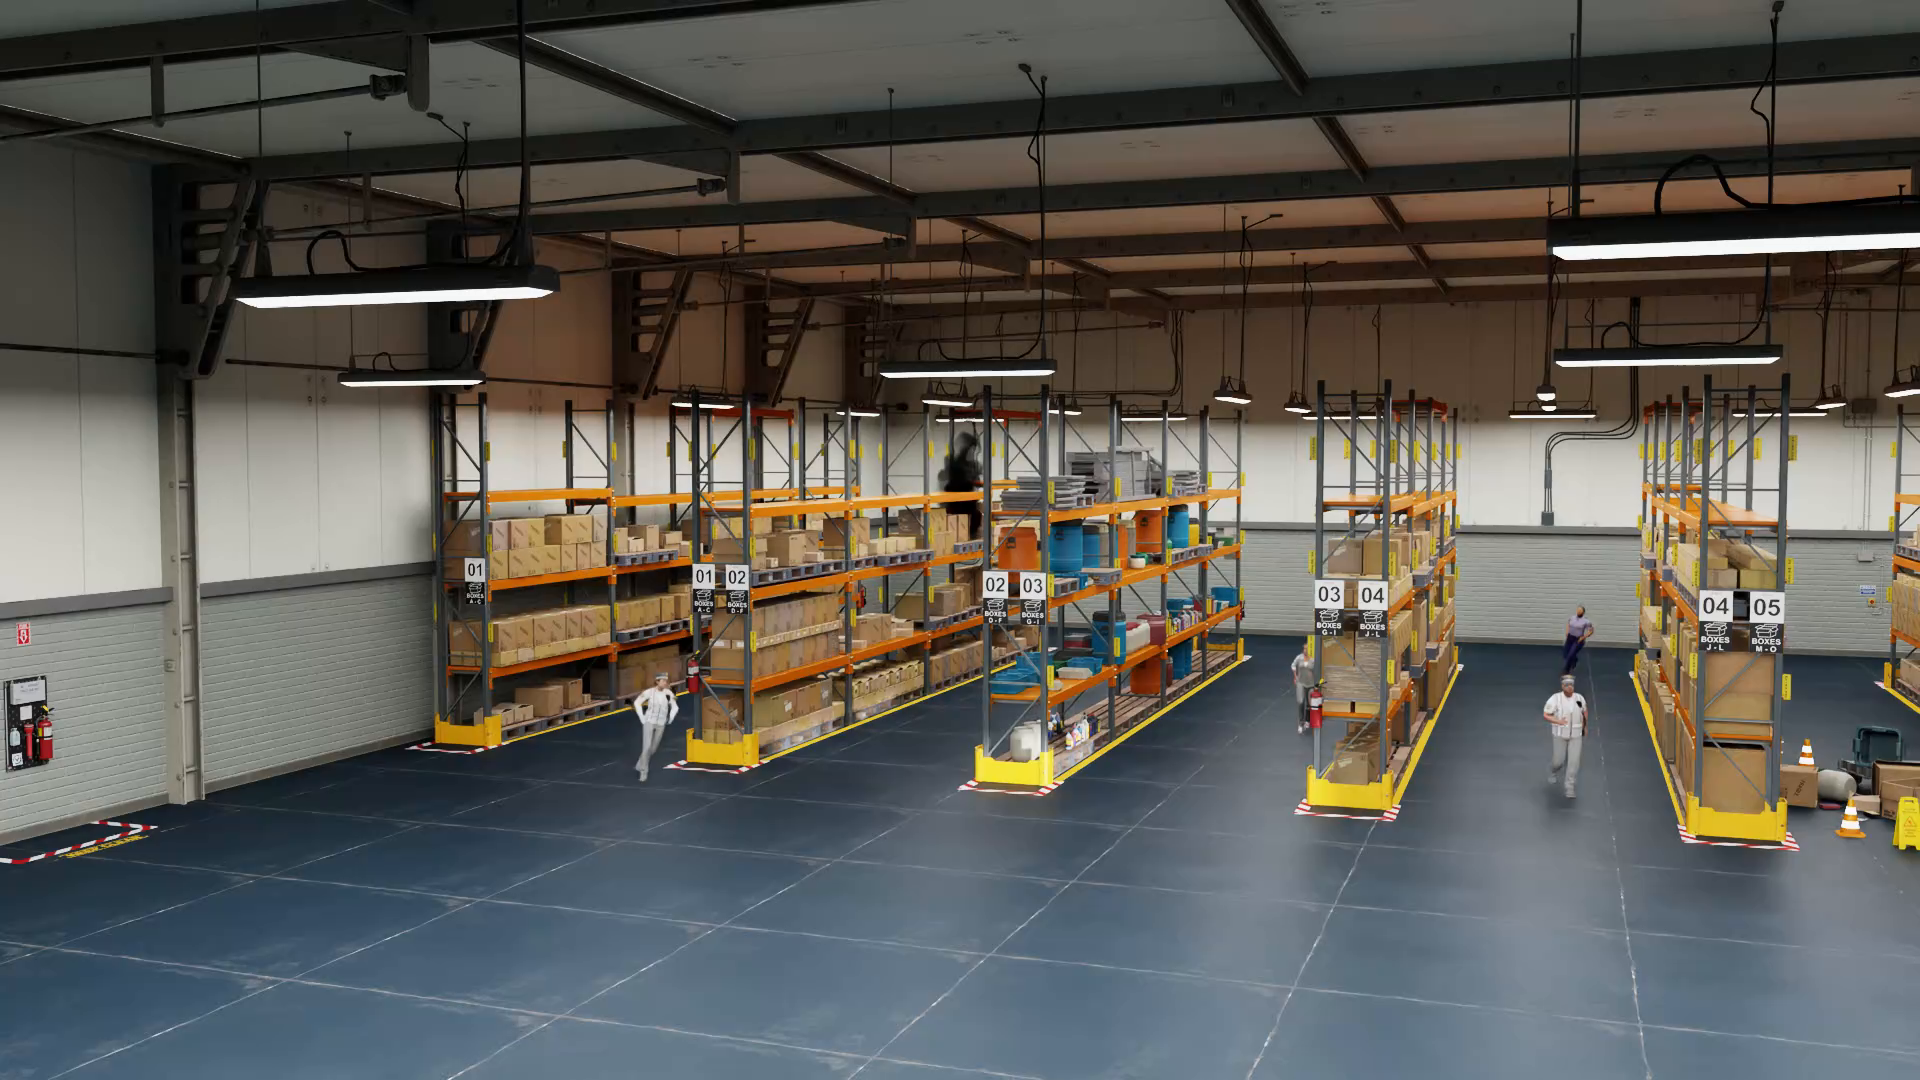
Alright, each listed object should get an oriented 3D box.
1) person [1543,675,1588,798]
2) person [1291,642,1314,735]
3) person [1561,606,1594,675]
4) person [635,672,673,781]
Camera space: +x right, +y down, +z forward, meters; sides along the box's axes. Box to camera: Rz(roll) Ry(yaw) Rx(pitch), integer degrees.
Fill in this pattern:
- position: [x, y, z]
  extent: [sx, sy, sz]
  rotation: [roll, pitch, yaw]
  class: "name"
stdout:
- position: [8.848, 2.826, 24.276]
  extent: [0.670, 1.755, 0.796]
  rotation: [0, 3, 5]
  class: "person"
- position: [6.152, 2.632, 29.562]
  extent: [0.519, 1.644, 0.722]
  rotation: [1, 3, 11]
  class: "person"
- position: [13.884, 2.248, 37.297]
  extent: [0.669, 1.574, 0.675]
  rotation: [-3, 4, -40]
  class: "person"
- position: [-4.737, 2.852, 25.664]
  extent: [0.563, 1.655, 0.713]
  rotation: [-1, 3, -25]
  class: "person"
